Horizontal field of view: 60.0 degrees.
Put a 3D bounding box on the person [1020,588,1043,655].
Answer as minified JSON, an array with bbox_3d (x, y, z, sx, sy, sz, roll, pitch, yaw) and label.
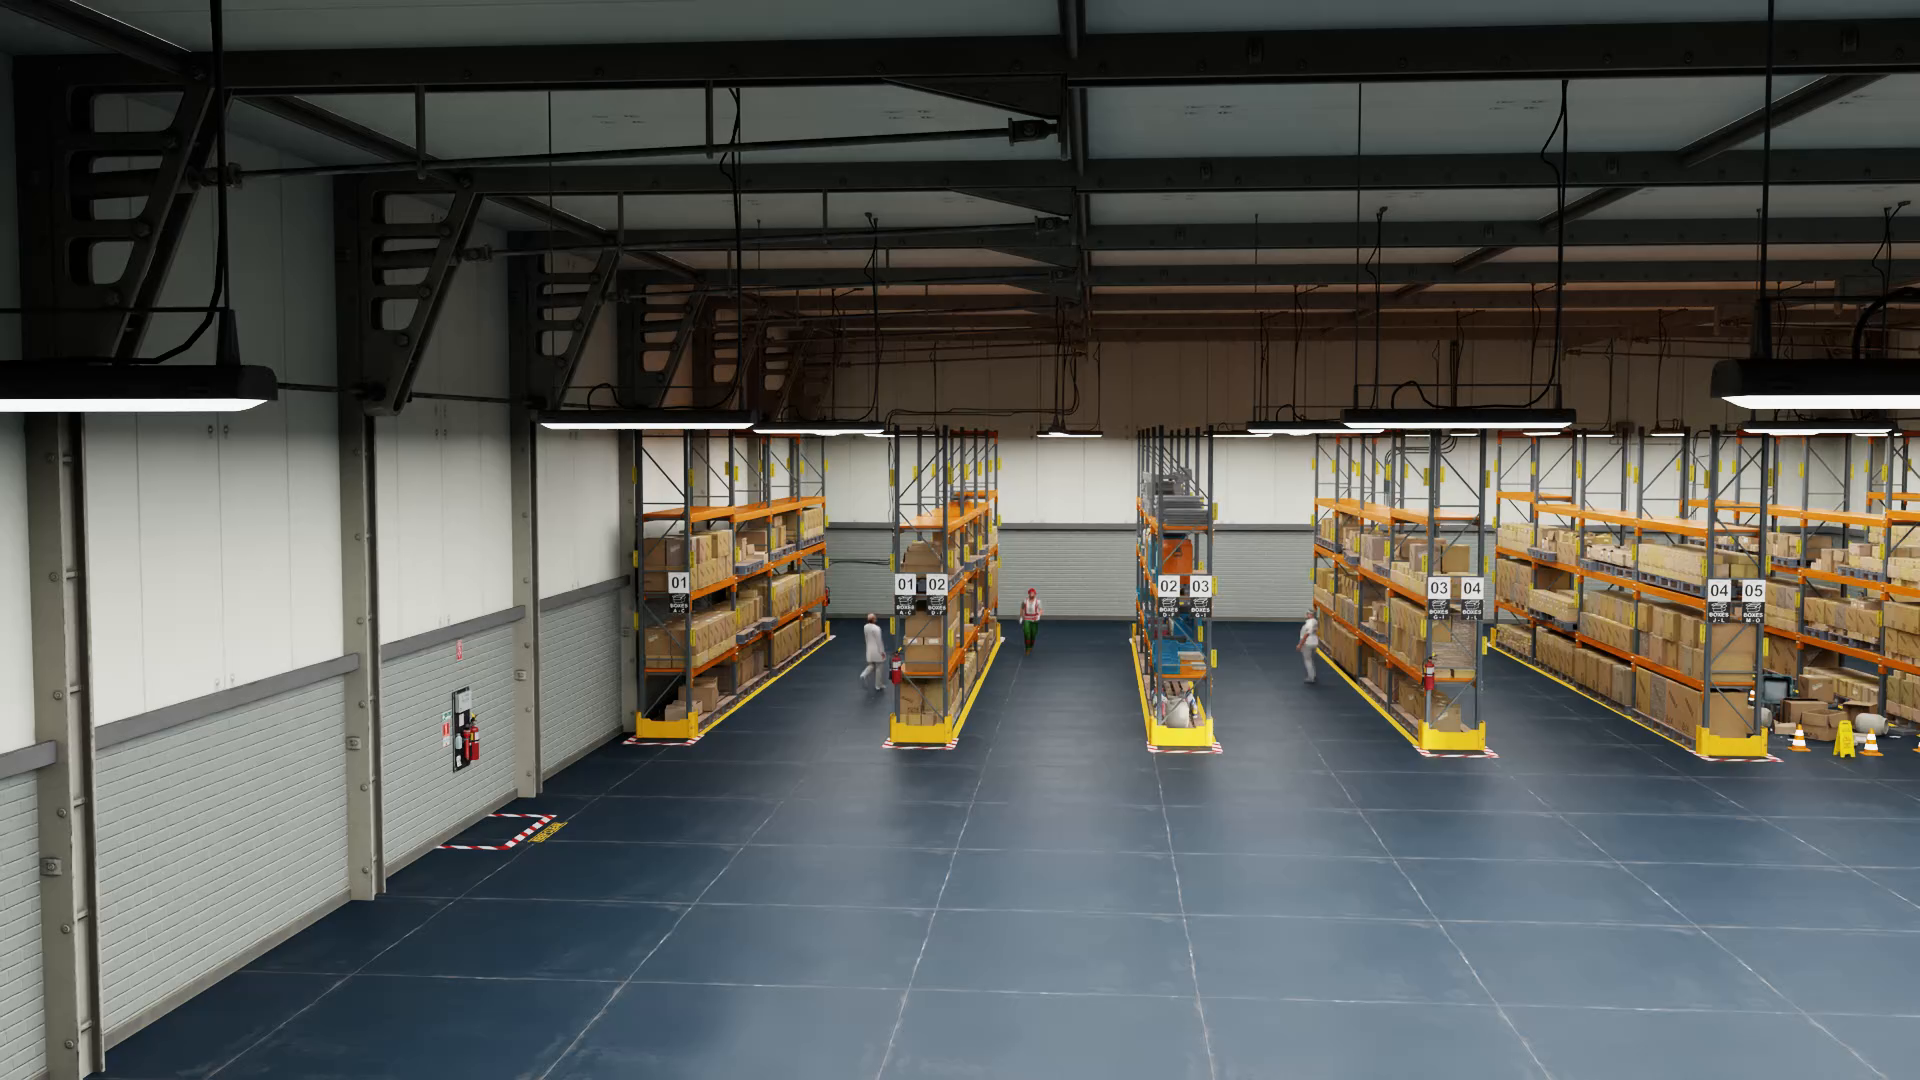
[{"bbox_3d":[1.910,2.204,44.650,0.615,1.811,0.876,0,3,2],"label":"person"}]

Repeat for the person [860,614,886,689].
[{"bbox_3d":[-1.979,2.550,38.001,0.587,1.752,0.778,3,4,38],"label":"person"}]

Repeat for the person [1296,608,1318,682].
[{"bbox_3d":[8.217,2.509,39.226,0.588,1.846,0.489,-3,4,-37],"label":"person"}]
